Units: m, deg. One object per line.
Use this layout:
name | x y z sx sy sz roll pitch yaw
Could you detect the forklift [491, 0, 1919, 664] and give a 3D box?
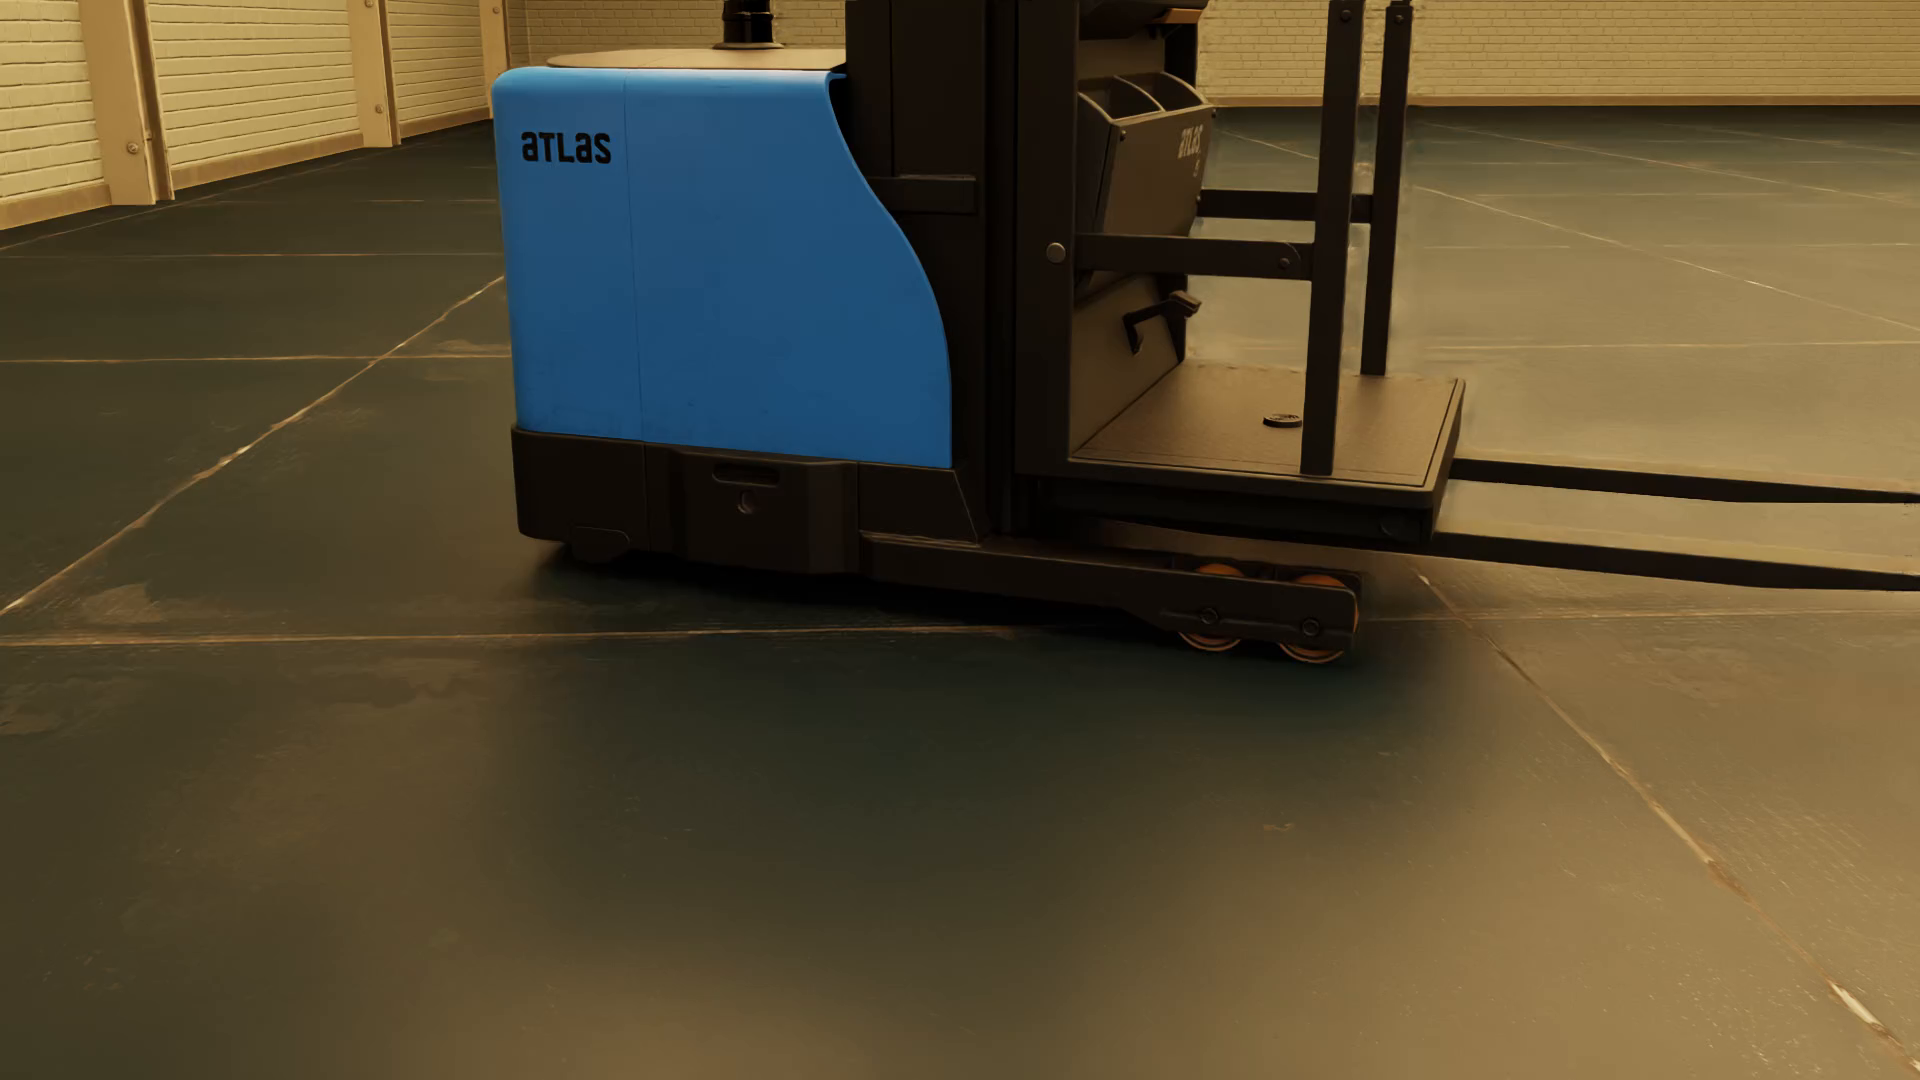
forklift | 0.576 -1.343 3.296 3.031 2.935 1.130 6 18 18
